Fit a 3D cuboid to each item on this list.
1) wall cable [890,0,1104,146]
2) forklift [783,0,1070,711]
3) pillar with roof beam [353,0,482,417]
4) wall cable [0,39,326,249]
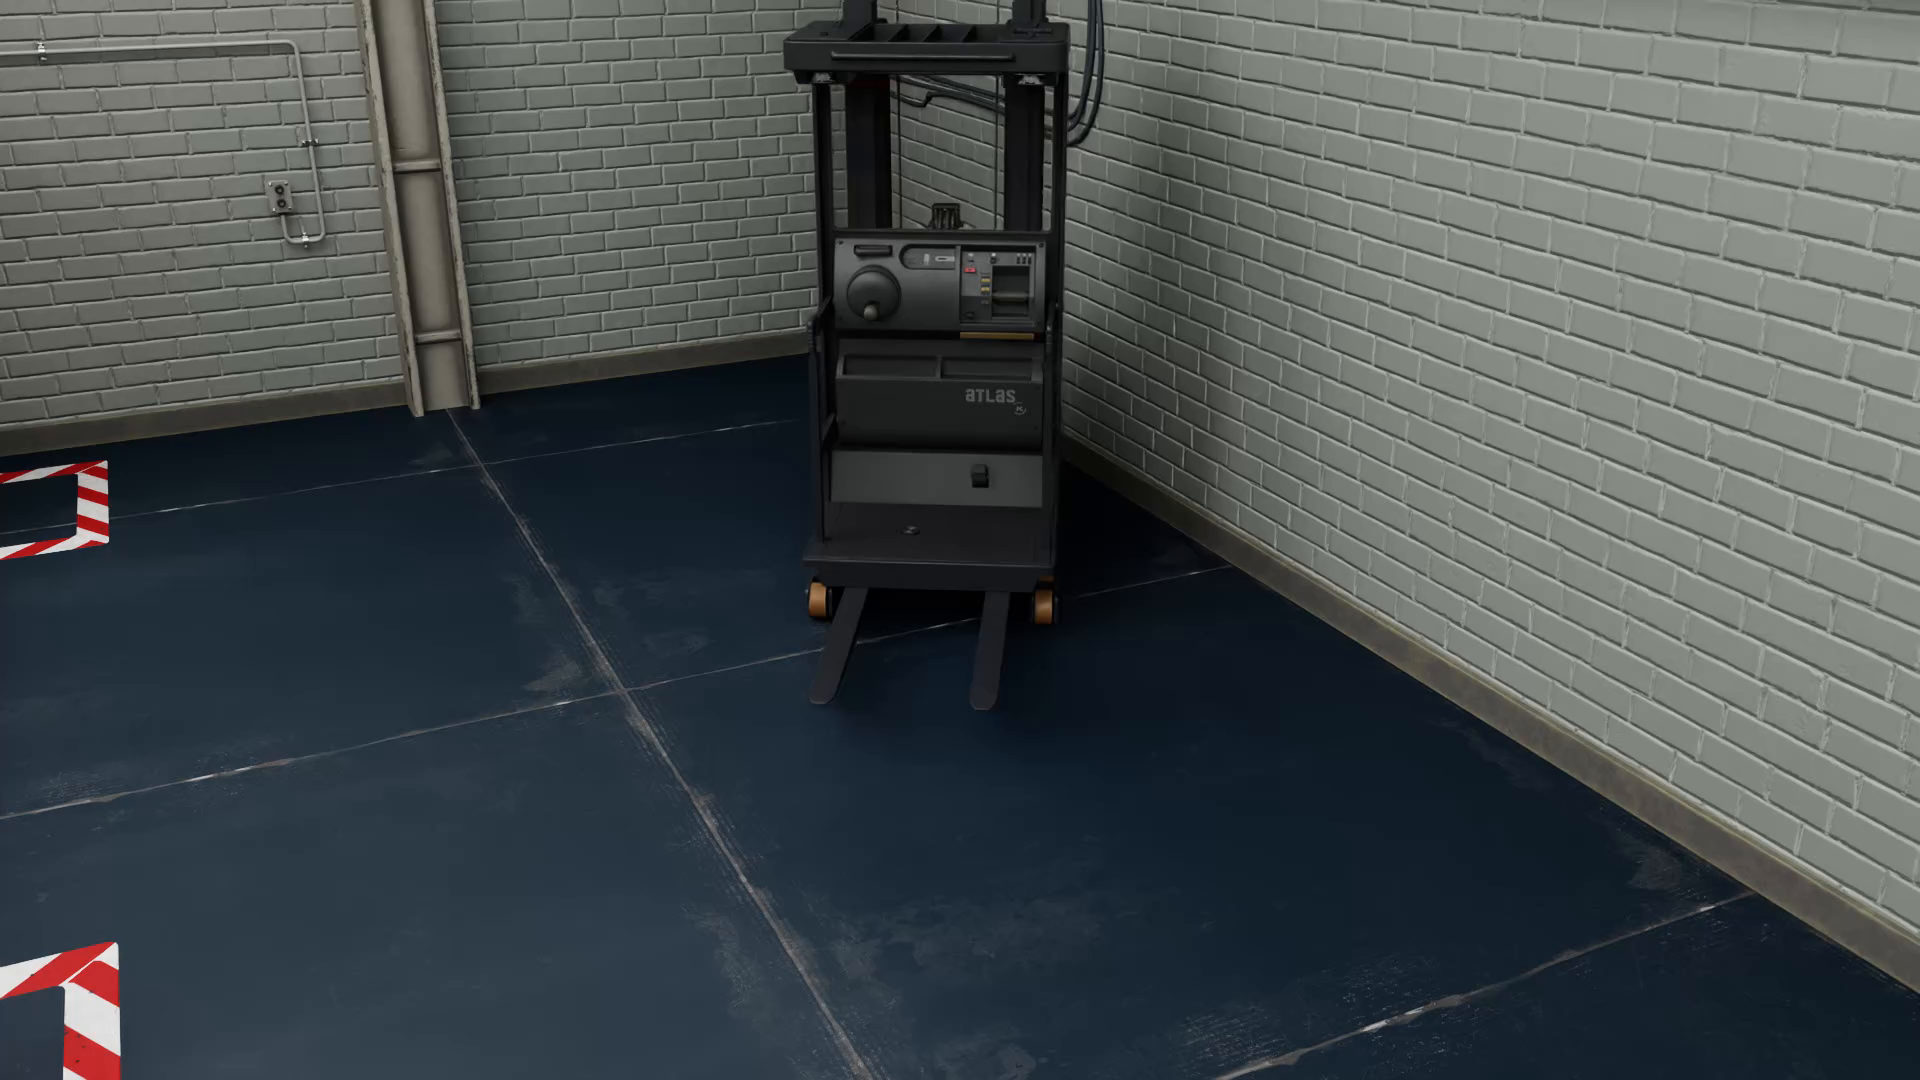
[{"bbox_3d":[0.012,-3.622,9.293,0.112,2.526,3.097,-10,25,-24],"label":"wall cable"},{"bbox_3d":[-0.102,-1.107,7.093,1.130,2.935,3.031,2,23,4],"label":"forklift"},{"bbox_3d":[-1.315,-3.504,4.948,0.400,9.000,9.100,-10,25,-24],"label":"pillar with roof beam"},{"bbox_3d":[-4.496,-2.477,8.984,1.851,1.984,0.084,-10,25,-24],"label":"wall cable"}]
